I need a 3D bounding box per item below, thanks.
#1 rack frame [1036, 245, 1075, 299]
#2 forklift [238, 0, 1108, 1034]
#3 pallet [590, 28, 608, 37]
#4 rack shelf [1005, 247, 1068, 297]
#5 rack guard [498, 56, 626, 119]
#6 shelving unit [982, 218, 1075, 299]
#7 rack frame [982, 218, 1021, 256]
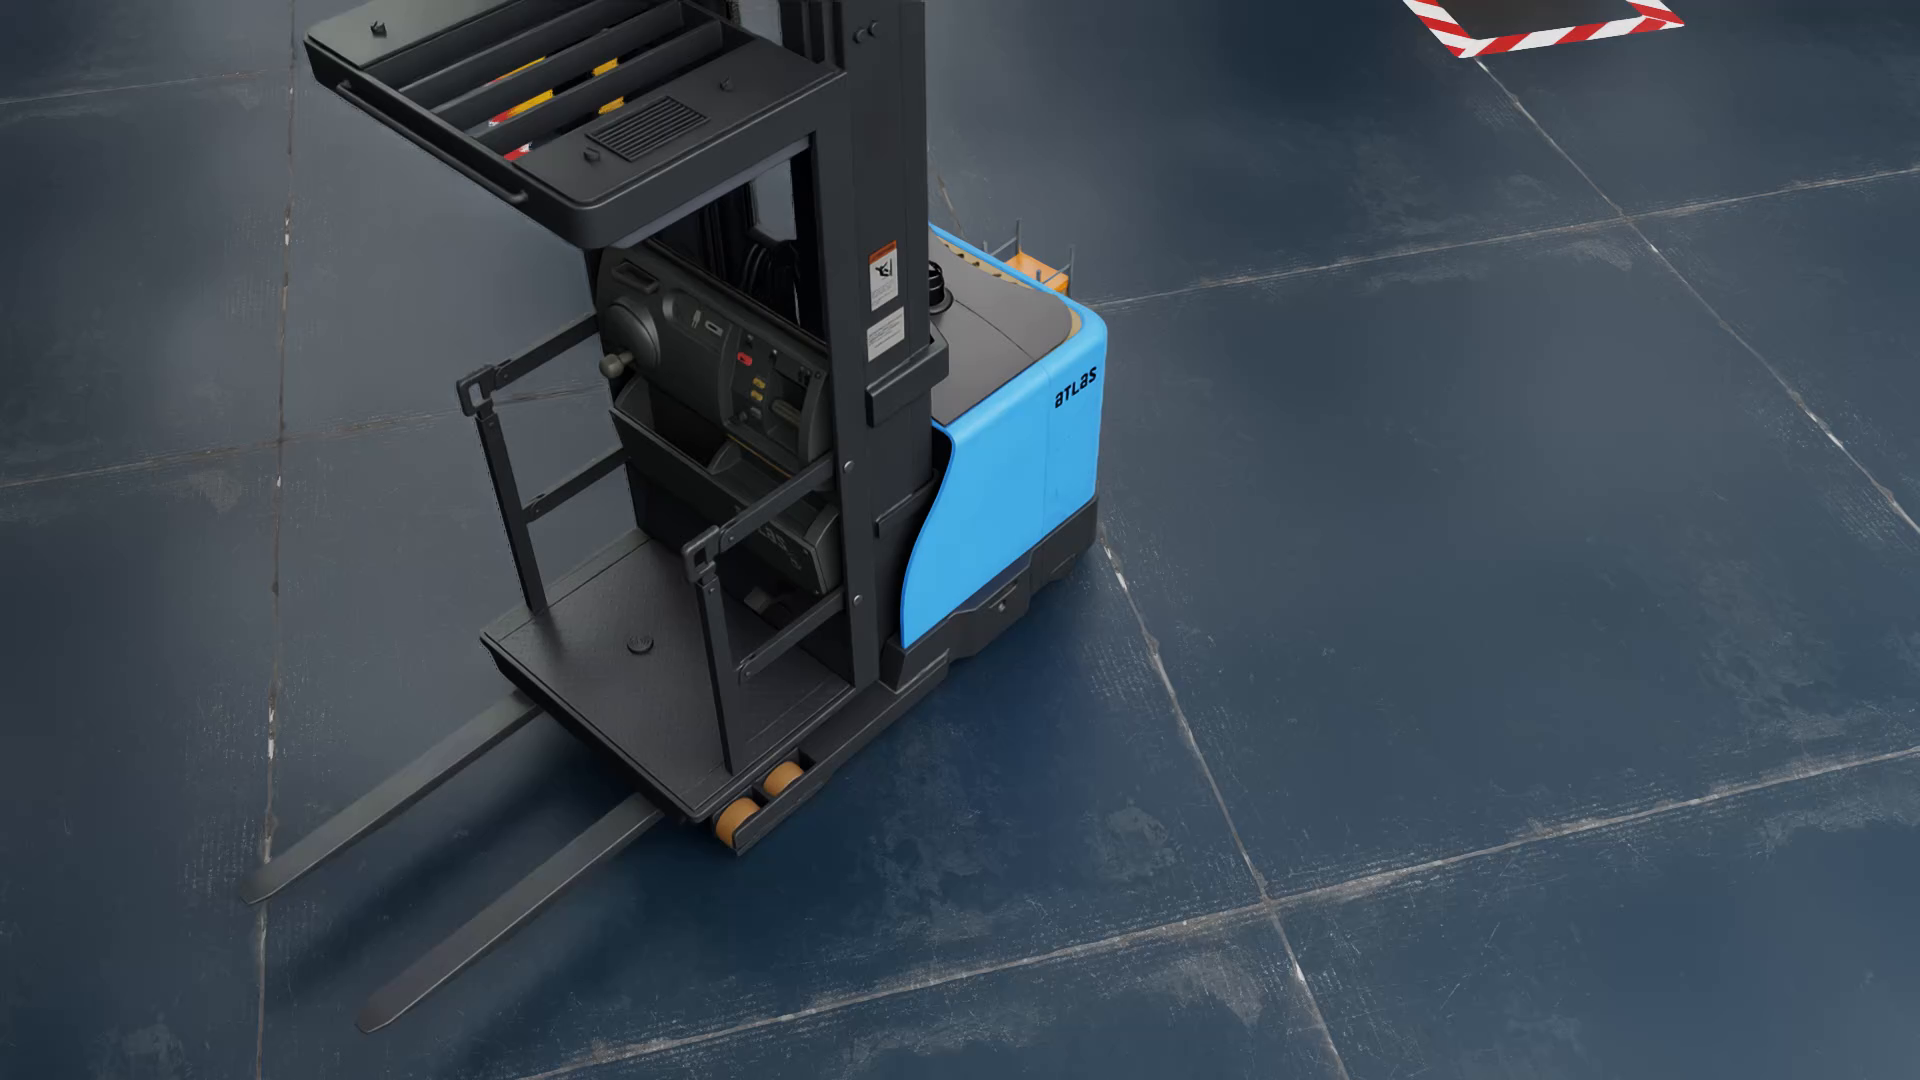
[{"bbox_3d":[0.329,-0.604,6.106,0.008,1.050,0.200,33,54,28],"label":"rack frame"},{"bbox_3d":[-0.865,-0.458,4.647,1.130,2.935,3.031,33,54,28],"label":"forklift"},{"bbox_3d":[-1.962,-2.882,8.926,1.003,0.211,1.213,-11,47,-10],"label":"pallet"},{"bbox_3d":[0.238,-0.853,5.968,0.240,0.259,0.215,33,54,28],"label":"rack shelf"},{"bbox_3d":[-1.719,-2.446,8.297,1.175,0.500,0.348,-11,47,-10],"label":"rack guard"},{"bbox_3d":[0.238,-0.662,6.163,0.252,1.050,0.215,33,54,28],"label":"shelving unit"},{"bbox_3d":[0.147,-0.720,6.220,0.008,1.050,0.200,33,54,28],"label":"rack frame"}]
